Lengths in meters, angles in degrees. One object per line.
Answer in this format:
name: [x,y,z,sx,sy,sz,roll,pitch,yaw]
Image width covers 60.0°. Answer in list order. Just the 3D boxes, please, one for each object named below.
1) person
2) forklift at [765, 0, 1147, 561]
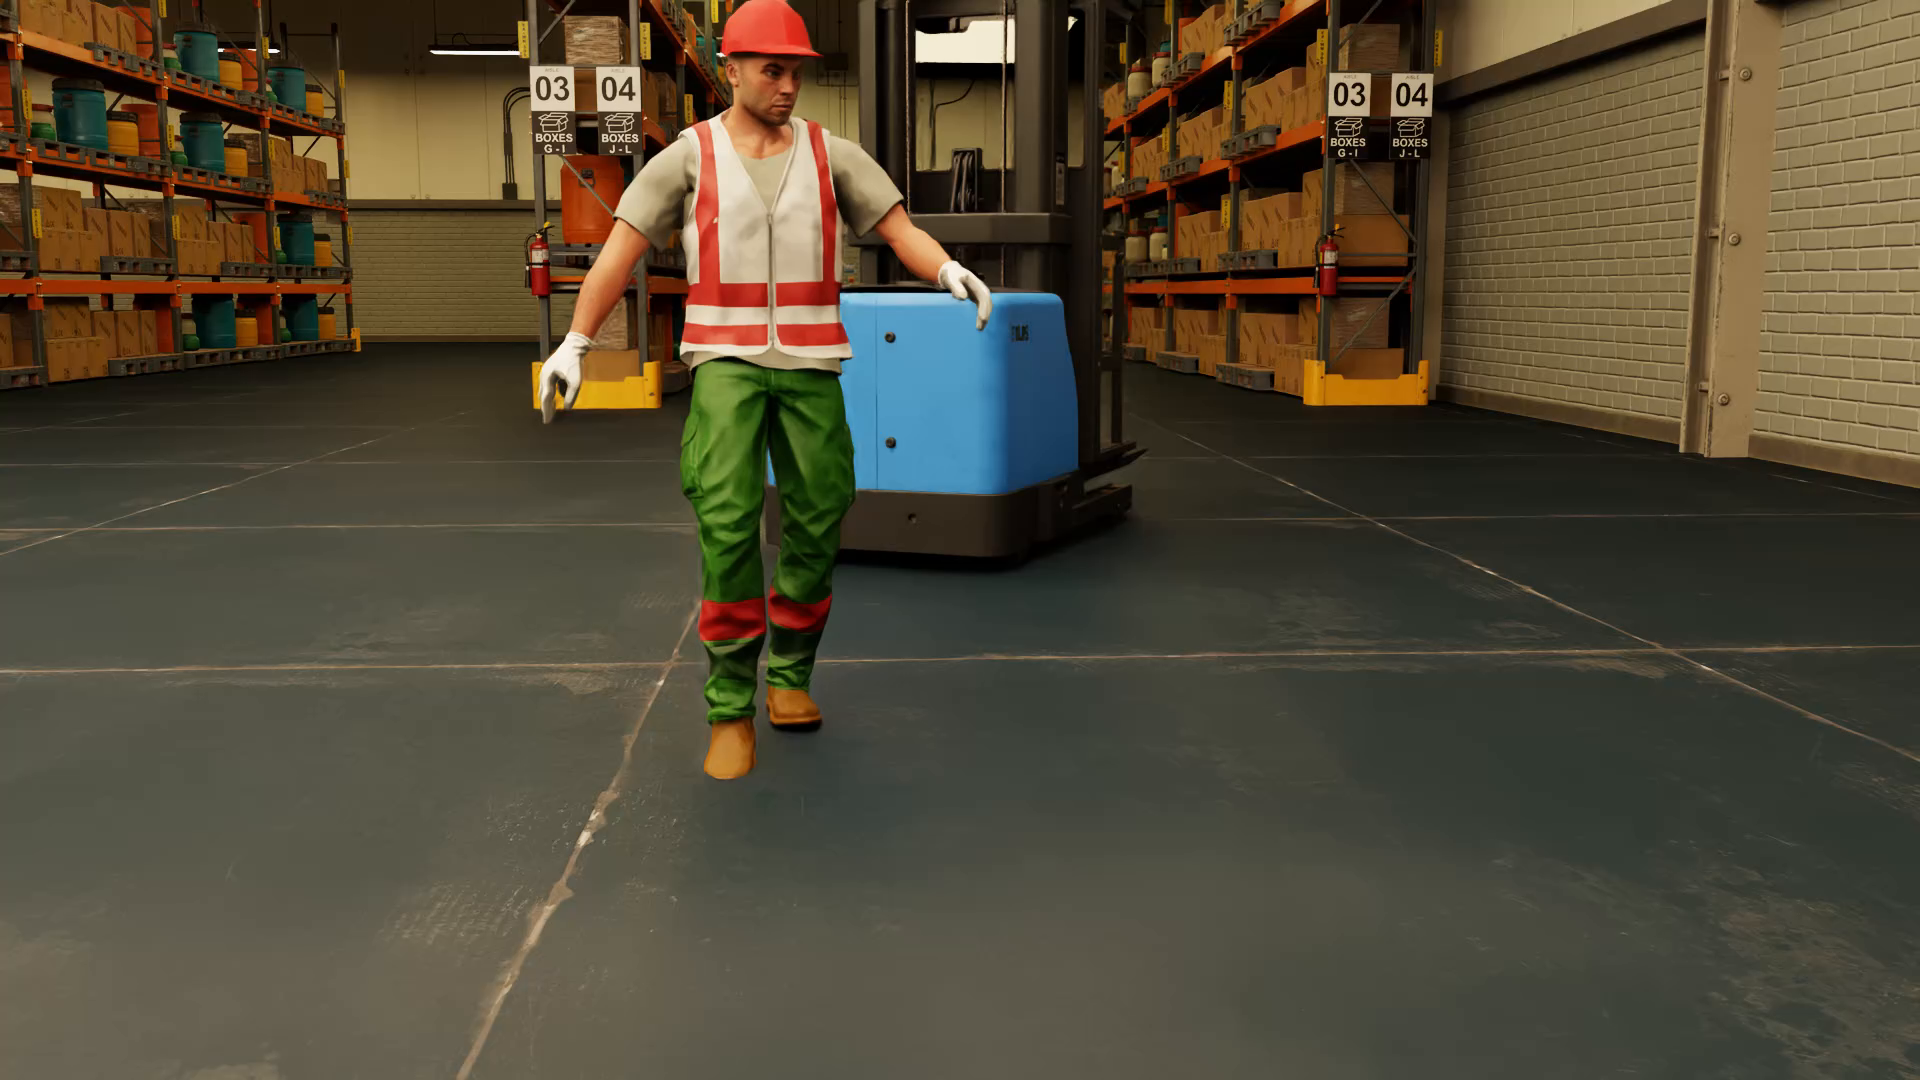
person: [-0.466,-0.366,3.922,1.026,1.795,0.648,-2,9,-14]
forklift: [0.194,-1.544,7.727,1.130,2.935,3.031,3,9,20]
